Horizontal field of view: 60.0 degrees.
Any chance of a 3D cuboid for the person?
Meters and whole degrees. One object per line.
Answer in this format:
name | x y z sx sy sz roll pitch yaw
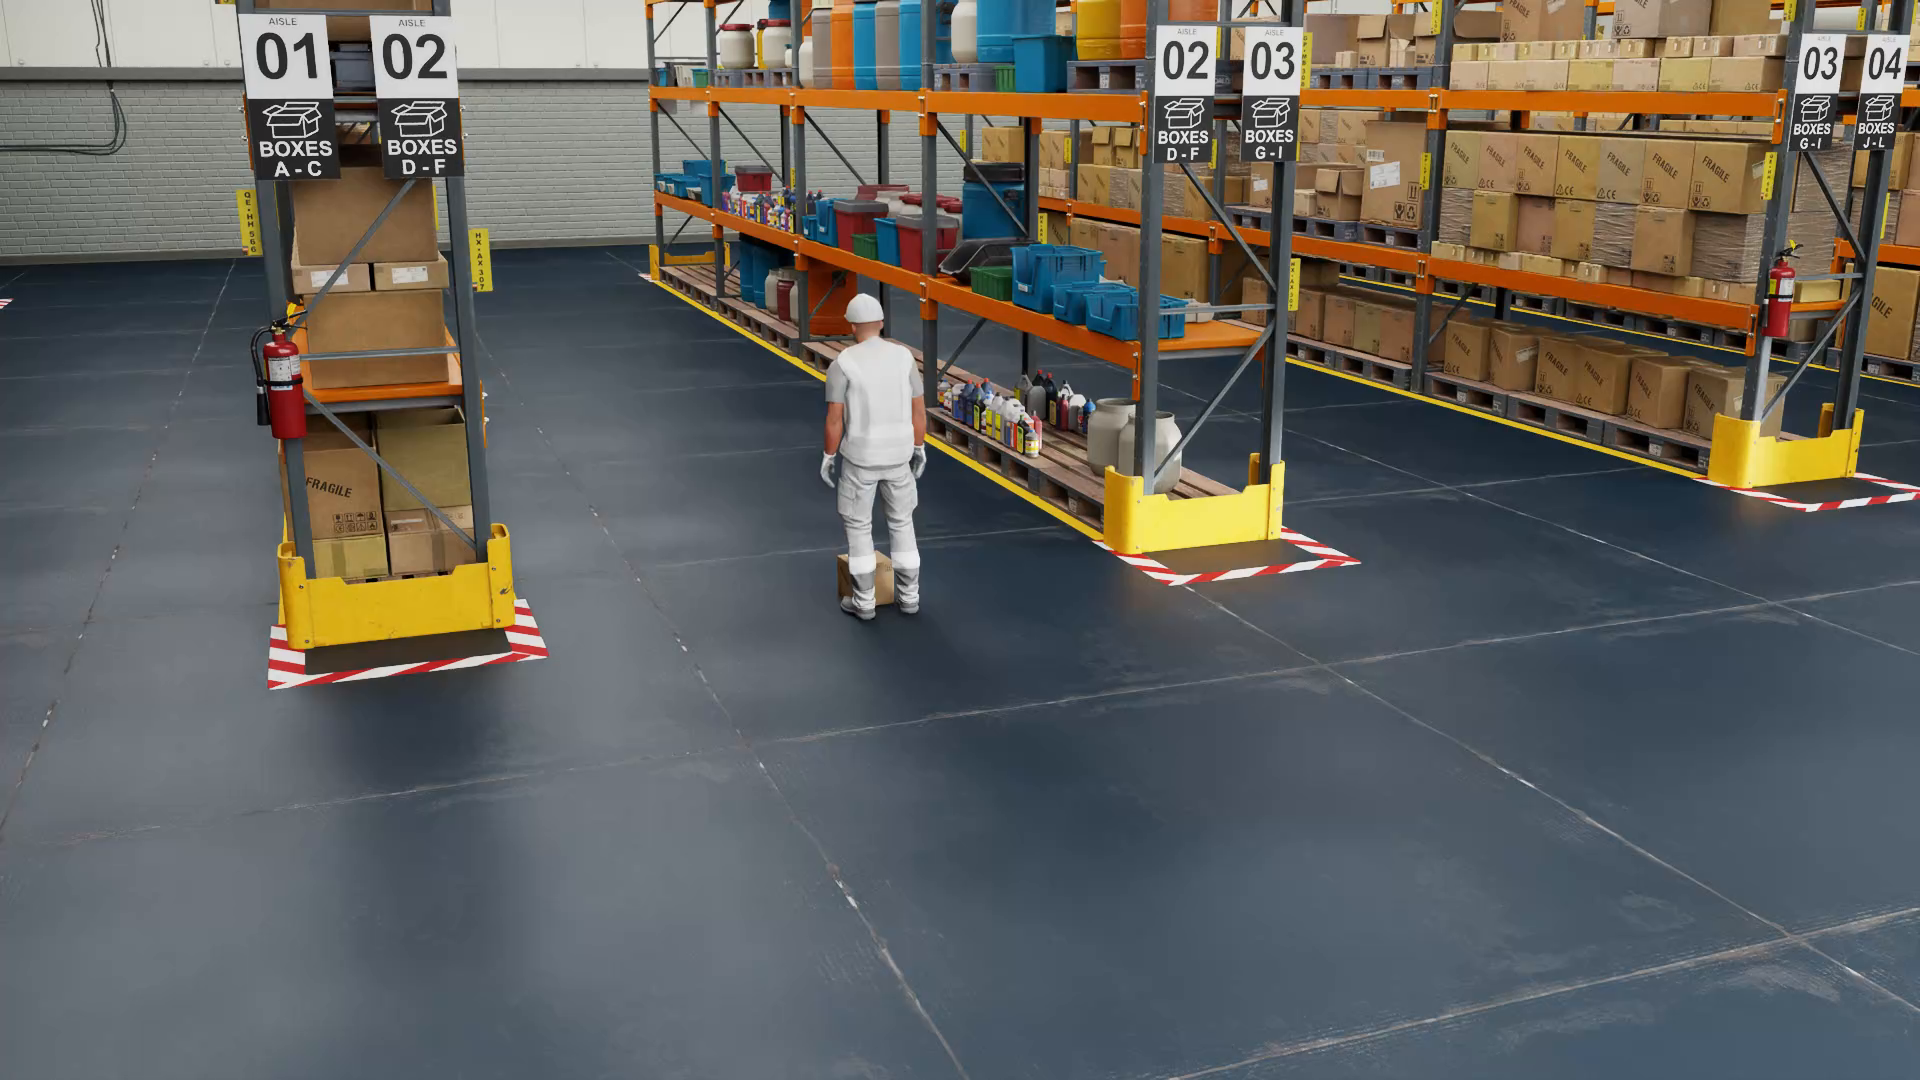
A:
person | -0.470 -0.456 9.146 0.619 1.779 0.455 -6 17 -21
